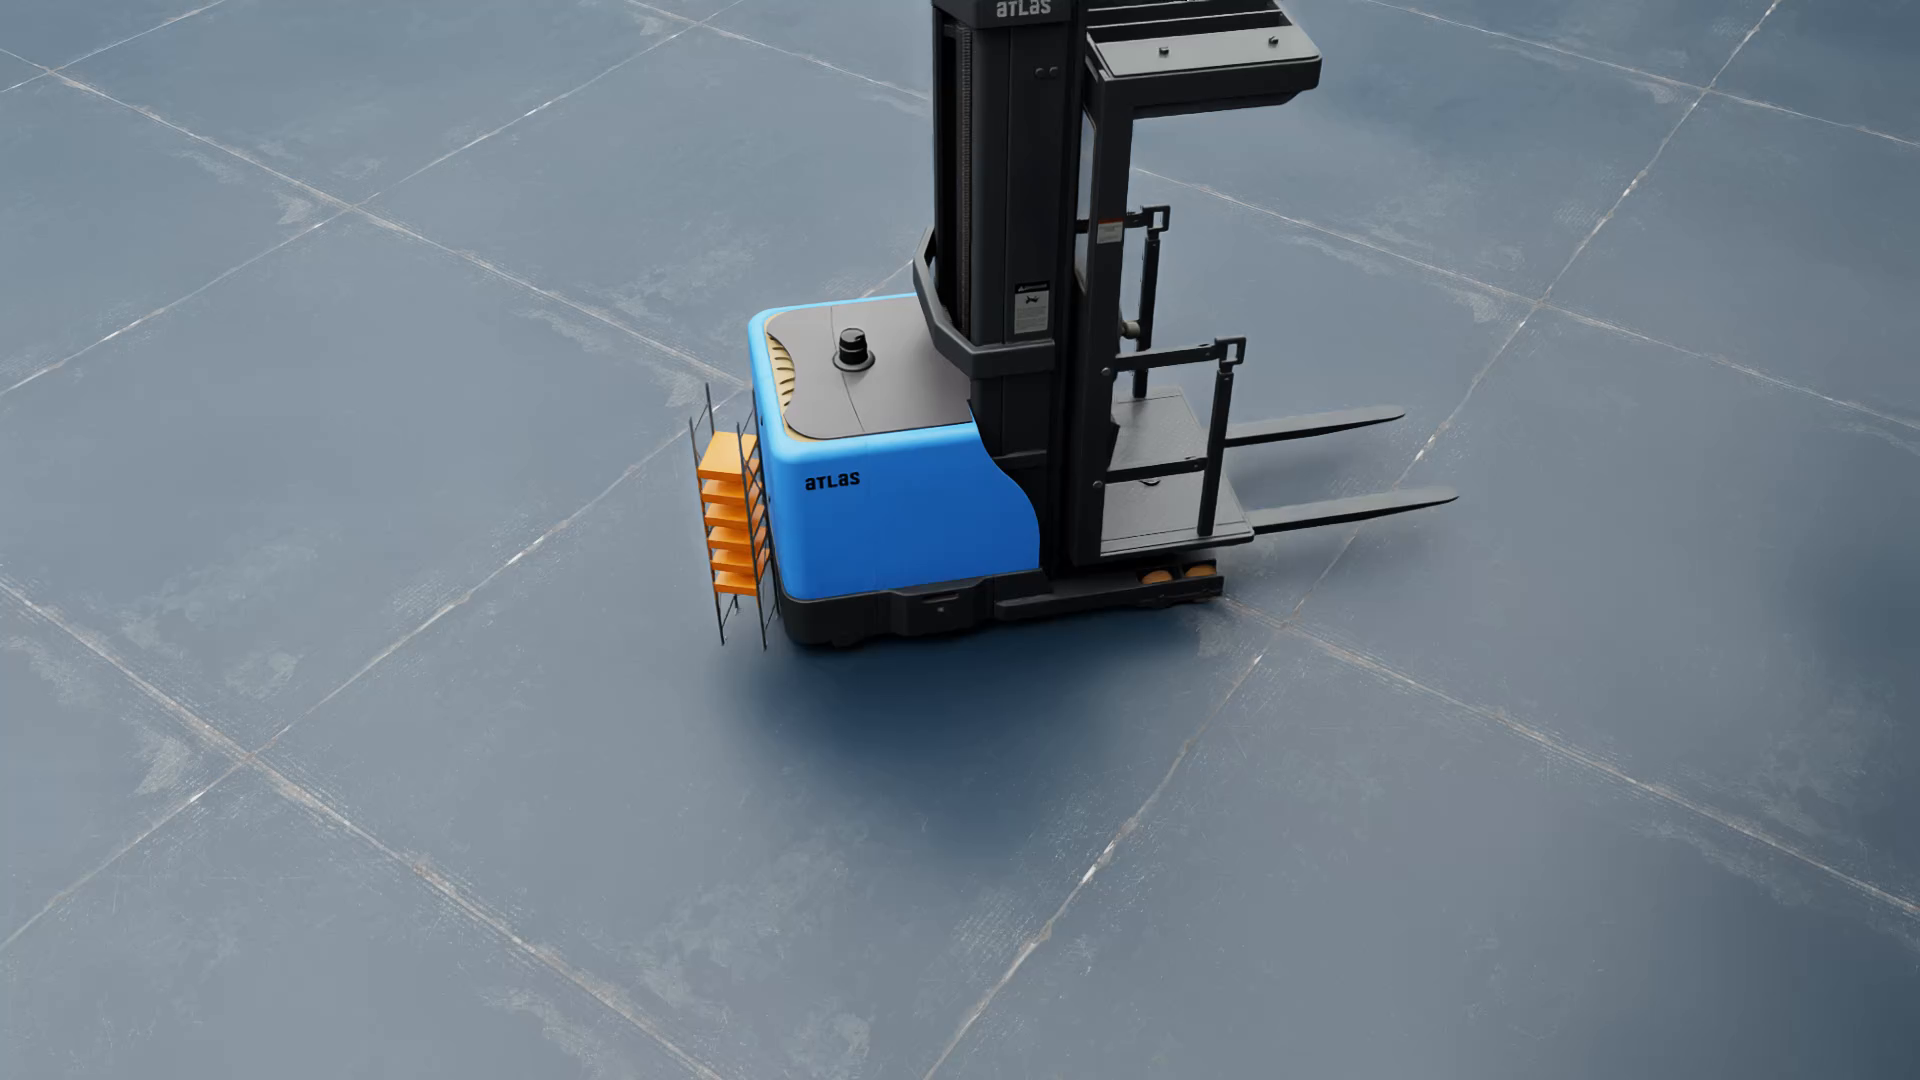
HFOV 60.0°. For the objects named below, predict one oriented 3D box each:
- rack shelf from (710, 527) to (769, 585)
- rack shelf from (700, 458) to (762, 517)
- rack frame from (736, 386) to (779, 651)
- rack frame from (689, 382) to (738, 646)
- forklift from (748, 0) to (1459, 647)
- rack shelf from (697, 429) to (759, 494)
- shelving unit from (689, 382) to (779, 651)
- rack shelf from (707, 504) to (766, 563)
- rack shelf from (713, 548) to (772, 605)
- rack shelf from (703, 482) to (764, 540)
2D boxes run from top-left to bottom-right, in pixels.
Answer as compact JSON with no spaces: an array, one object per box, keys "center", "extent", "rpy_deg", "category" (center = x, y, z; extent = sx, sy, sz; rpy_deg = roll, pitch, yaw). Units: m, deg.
[{"center":[-0.893,0.052,6.786],"extent":[0.180,0.103,0.258],"rpy_deg":[6,42,8],"category":"rack shelf"},{"center":[-0.896,-0.217,6.547],"extent":[0.180,0.103,0.258],"rpy_deg":[6,42,8],"category":"rack shelf"},{"center":[-0.804,-0.061,6.665],"extent":[0.006,1.200,0.240],"rpy_deg":[6,42,8],"category":"rack frame"},{"center":[-0.985,-0.081,6.689],"extent":[0.006,1.200,0.240],"rpy_deg":[6,42,8],"category":"rack frame"},{"center":[0.669,-1.137,6.571],"extent":[3.031,2.935,1.130],"rpy_deg":[-8,42,-9],"category":"forklift"},{"center":[-0.897,-0.307,6.467],"extent":[0.180,0.103,0.258],"rpy_deg":[6,42,8],"category":"rack shelf"},{"center":[-0.895,-0.071,6.677],"extent":[0.189,1.200,0.258],"rpy_deg":[6,42,8],"category":"shelving unit"},{"center":[-0.894,-0.038,6.706],"extent":[0.180,0.103,0.258],"rpy_deg":[6,42,8],"category":"rack shelf"},{"center":[-0.892,0.141,6.866],"extent":[0.180,0.103,0.258],"rpy_deg":[6,42,8],"category":"rack shelf"},{"center":[-0.895,-0.127,6.626],"extent":[0.180,0.103,0.258],"rpy_deg":[6,42,8],"category":"rack shelf"}]
